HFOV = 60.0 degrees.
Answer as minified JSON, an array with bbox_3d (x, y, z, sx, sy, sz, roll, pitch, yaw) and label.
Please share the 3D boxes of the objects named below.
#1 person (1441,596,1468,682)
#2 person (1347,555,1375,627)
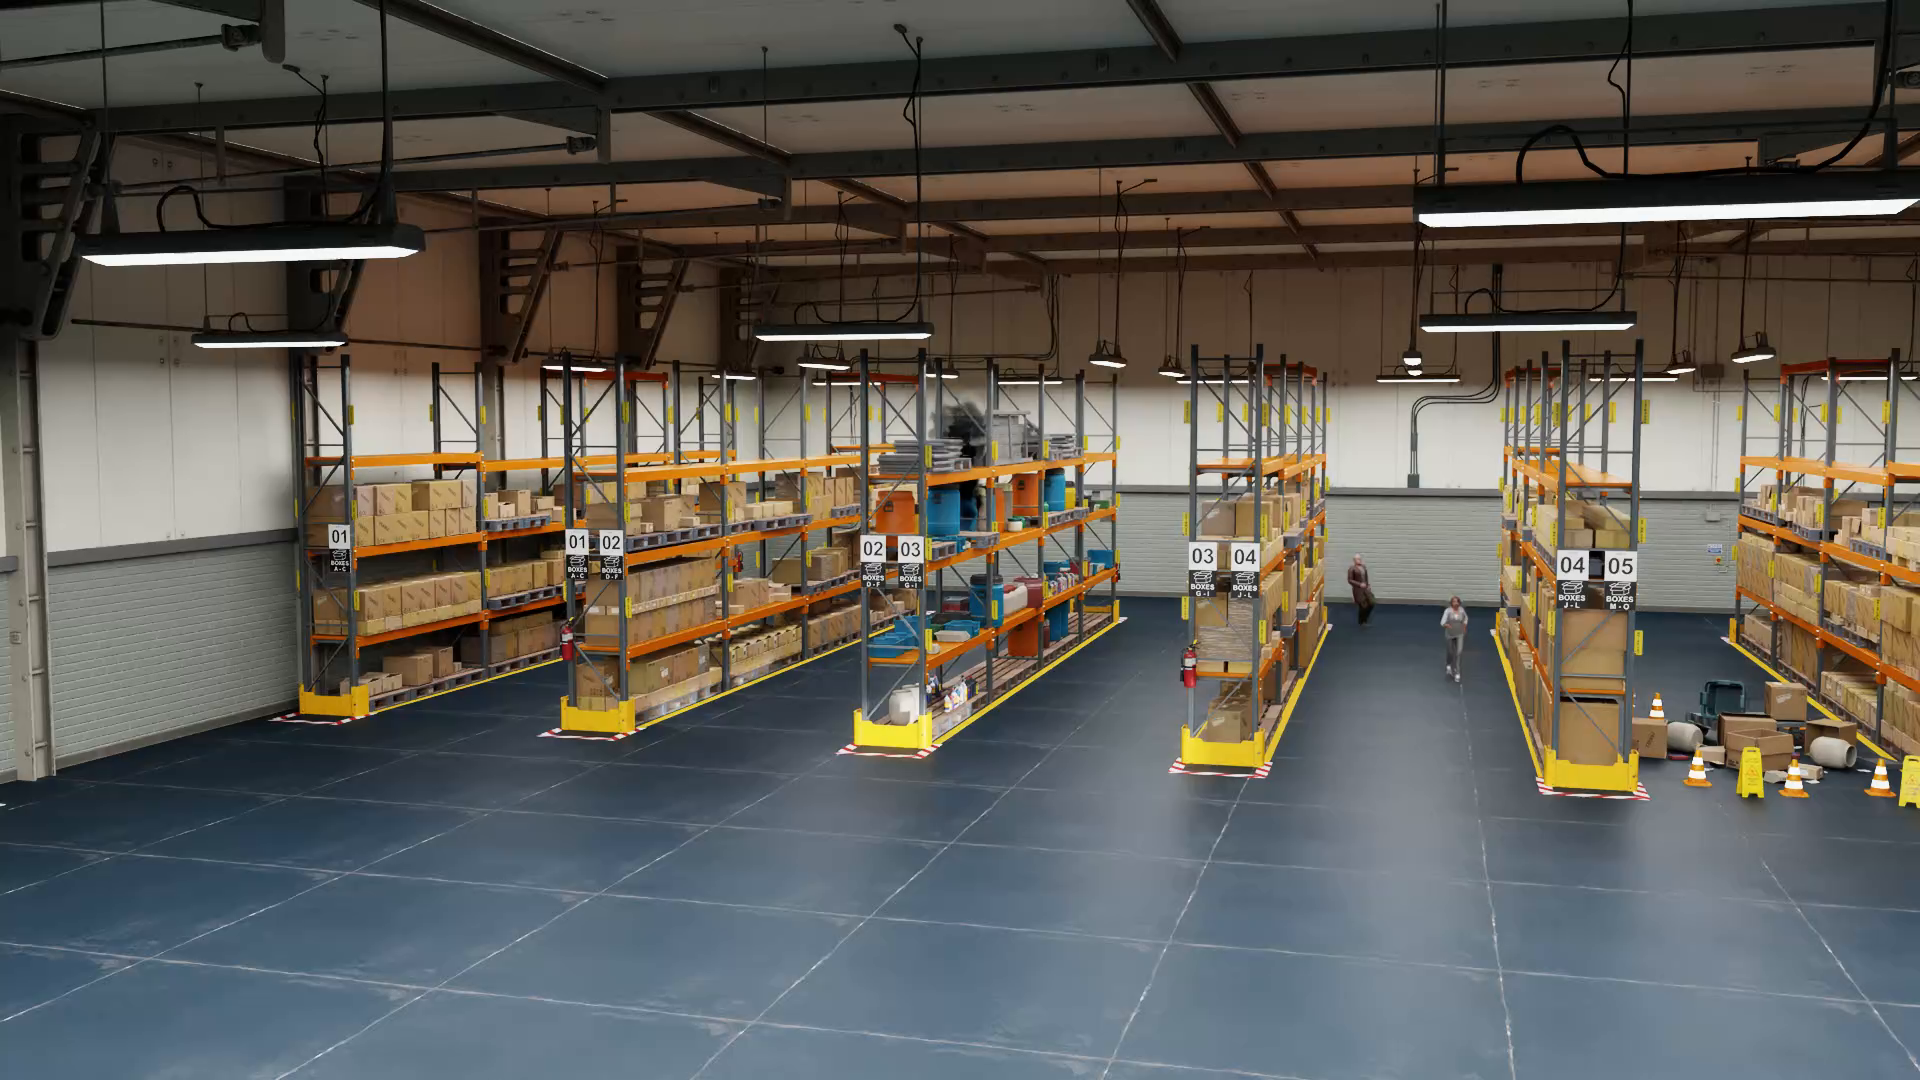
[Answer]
[{"bbox_3d":[9.358,1.836,31.490,0.514,1.595,0.882,1,4,10],"label":"person"},{"bbox_3d":[9.425,1.203,39.103,0.681,1.713,0.624,-2,5,-23],"label":"person"}]
